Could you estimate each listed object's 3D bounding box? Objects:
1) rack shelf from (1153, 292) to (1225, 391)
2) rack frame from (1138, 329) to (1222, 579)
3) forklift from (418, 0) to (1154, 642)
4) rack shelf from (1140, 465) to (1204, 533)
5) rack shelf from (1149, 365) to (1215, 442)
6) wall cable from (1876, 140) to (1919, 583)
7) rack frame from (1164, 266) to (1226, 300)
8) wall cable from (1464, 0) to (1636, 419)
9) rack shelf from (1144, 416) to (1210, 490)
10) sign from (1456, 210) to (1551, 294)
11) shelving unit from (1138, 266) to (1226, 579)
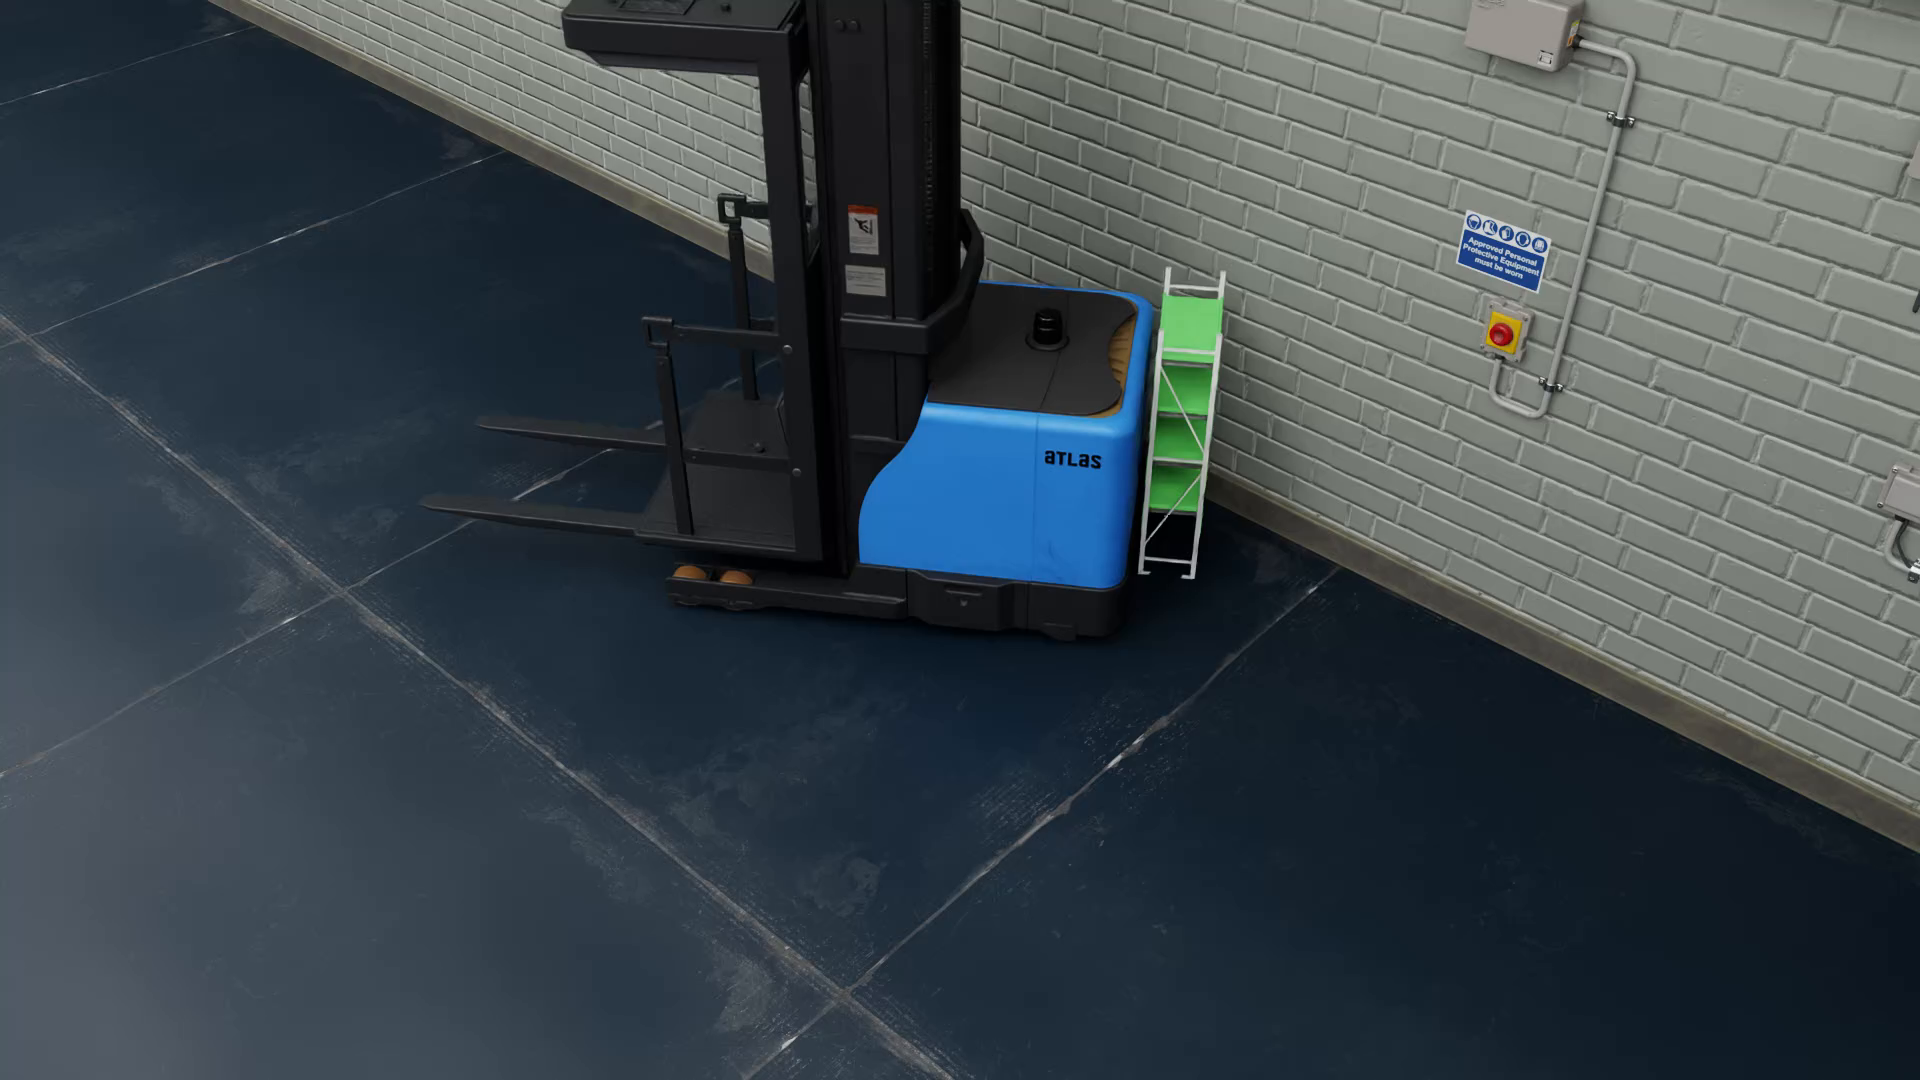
[{"bbox_3d":[0.913,-0.794,6.616,0.258,0.148,0.480,5,39,7],"label":"rack shelf"},{"bbox_3d":[0.876,-0.319,6.687,0.240,1.200,0.015,5,39,7],"label":"rack frame"},{"bbox_3d":[-0.761,-1.172,6.369,3.031,2.935,1.130,6,39,8],"label":"forklift"},{"bbox_3d":[0.913,-0.231,7.065,0.258,0.148,0.480,5,39,7],"label":"rack shelf"},{"bbox_3d":[0.913,-0.607,6.766,0.258,0.148,0.480,5,39,7],"label":"rack shelf"},{"bbox_3d":[2.978,-0.679,4.878,0.588,1.984,0.122,30,47,32],"label":"wall cable"},{"bbox_3d":[0.950,-0.619,7.064,0.240,1.200,0.015,5,39,7],"label":"rack frame"},{"bbox_3d":[1.923,-1.282,5.610,0.585,1.953,0.123,30,47,32],"label":"wall cable"},{"bbox_3d":[0.913,-0.419,6.915,0.258,0.148,0.480,5,39,7],"label":"rack shelf"},{"bbox_3d":[1.929,-1.026,5.913,0.327,0.218,0.001,30,47,32],"label":"sign"},{"bbox_3d":[0.913,-0.469,6.875,0.258,1.200,0.503,5,39,7],"label":"shelving unit"}]
